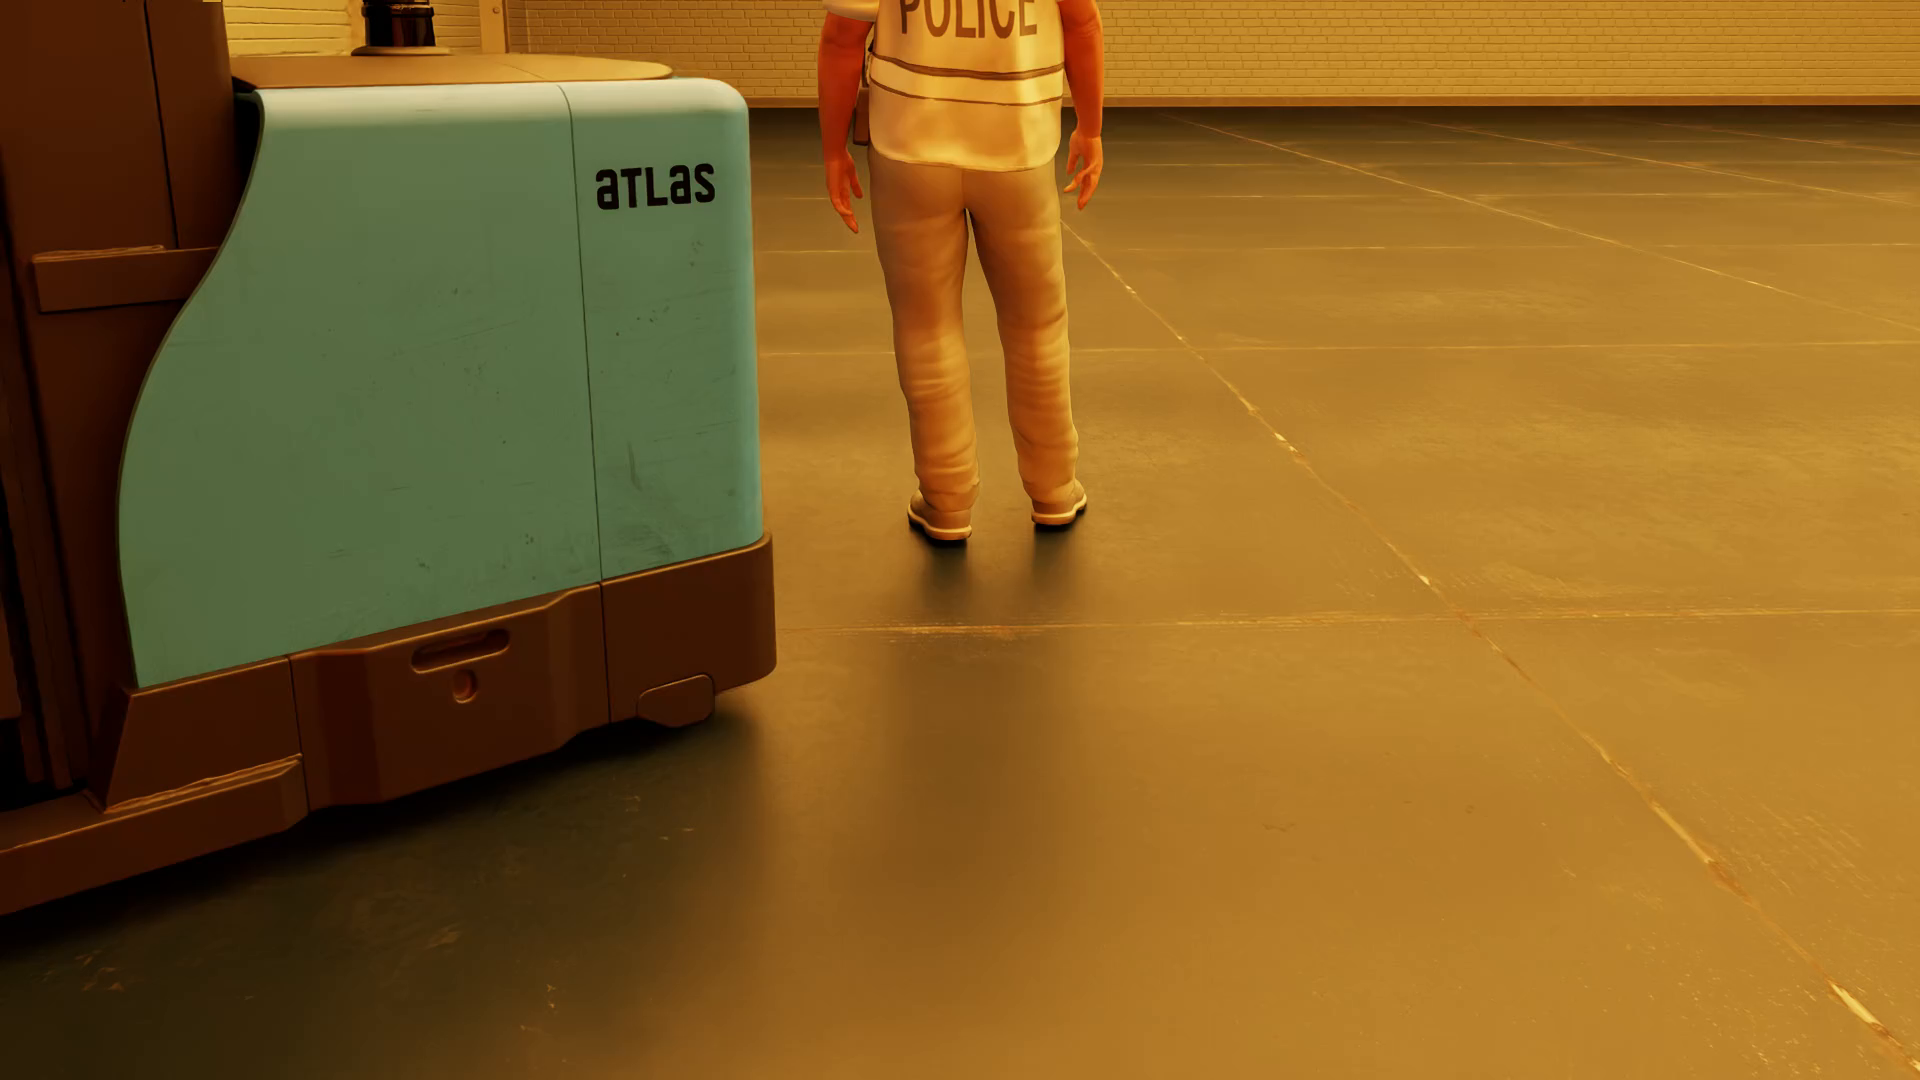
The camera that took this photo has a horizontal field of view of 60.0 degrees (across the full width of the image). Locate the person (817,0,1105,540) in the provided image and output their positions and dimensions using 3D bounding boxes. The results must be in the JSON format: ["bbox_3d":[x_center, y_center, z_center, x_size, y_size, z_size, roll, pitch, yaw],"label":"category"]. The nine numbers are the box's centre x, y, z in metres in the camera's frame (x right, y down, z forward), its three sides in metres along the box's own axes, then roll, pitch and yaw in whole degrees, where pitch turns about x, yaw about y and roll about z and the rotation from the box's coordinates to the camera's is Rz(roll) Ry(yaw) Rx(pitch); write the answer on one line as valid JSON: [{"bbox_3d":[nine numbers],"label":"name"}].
[{"bbox_3d":[0.008,-0.880,3.730,0.640,1.778,0.575,-1,17,-3],"label":"person"}]

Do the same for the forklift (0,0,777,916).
[{"bbox_3d":[-1.767,-0.931,1.952,3.031,2.935,1.130,-14,22,-39],"label":"forklift"}]
